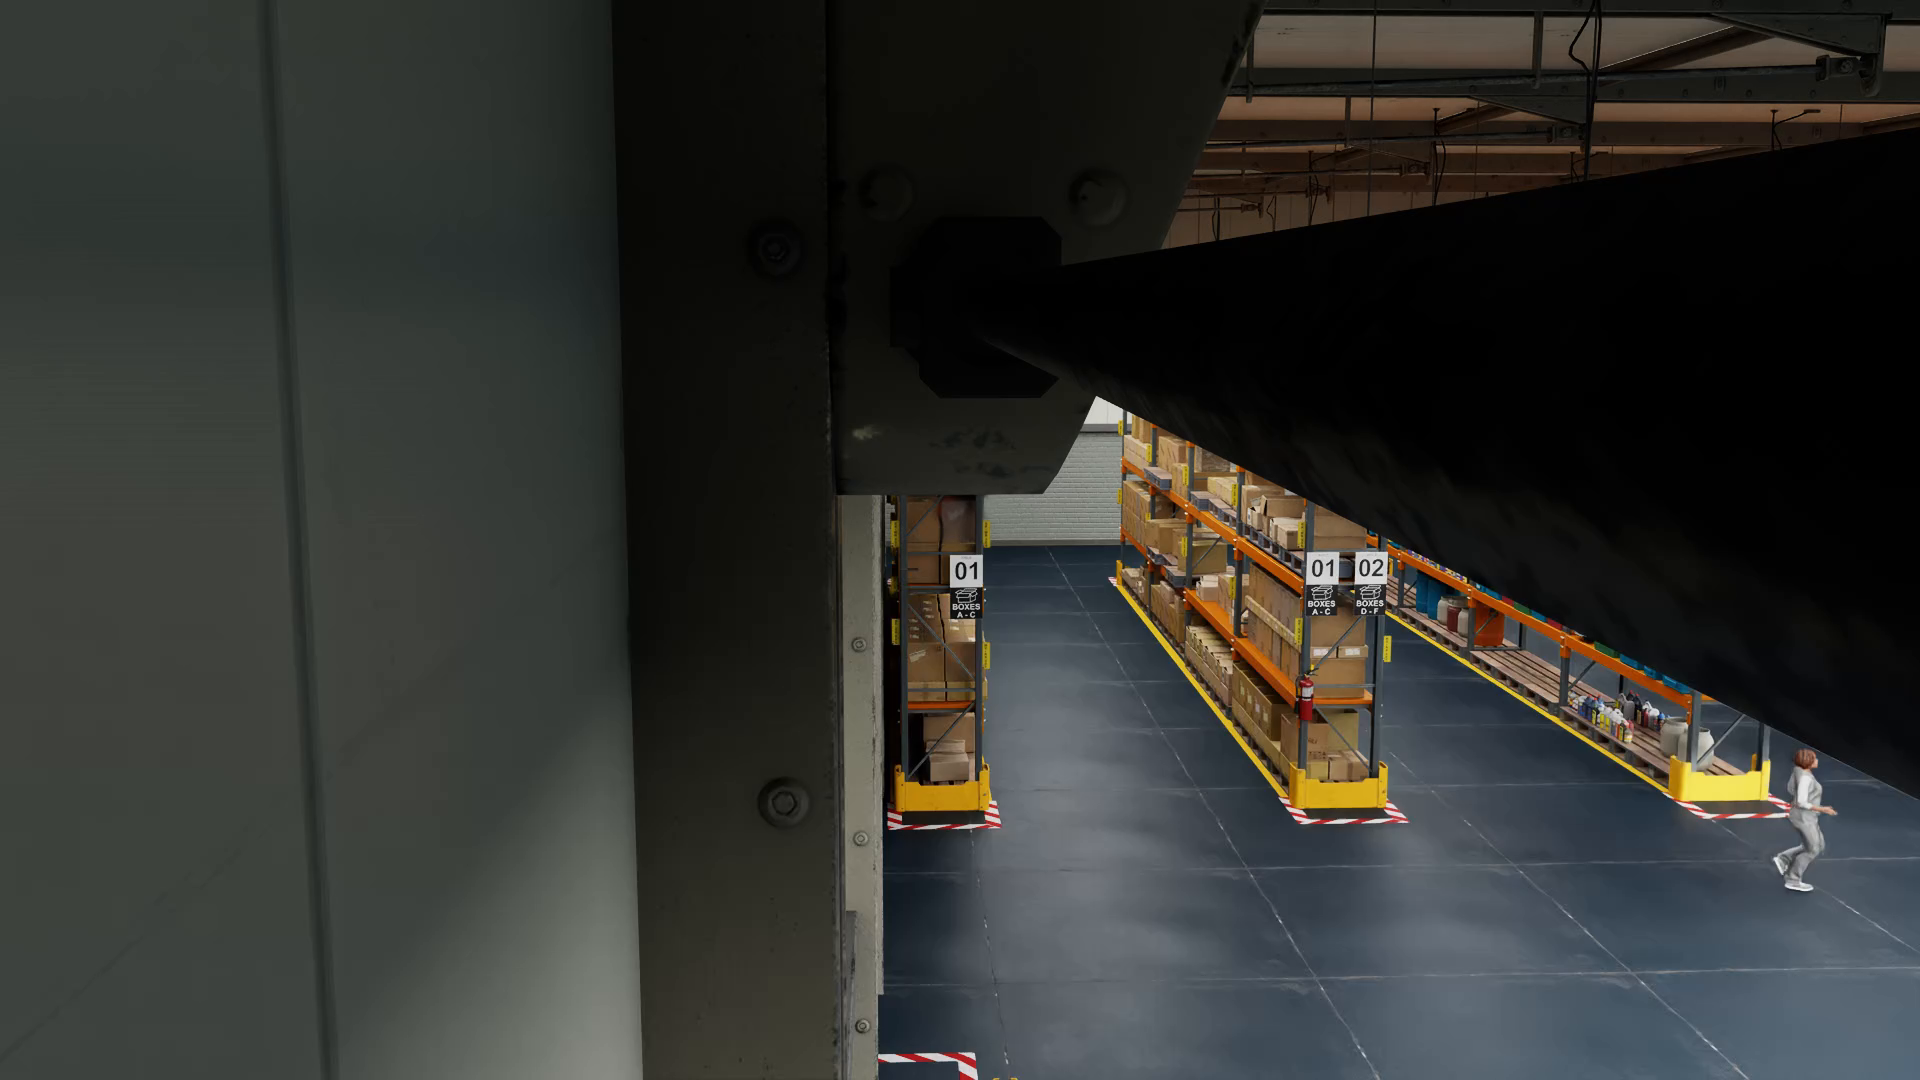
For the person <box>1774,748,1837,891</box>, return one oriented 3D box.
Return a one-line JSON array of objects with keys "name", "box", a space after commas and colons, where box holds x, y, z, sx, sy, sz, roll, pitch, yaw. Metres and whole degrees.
[{"name": "person", "box": [8.995, 2.982, 17.679, 0.552, 1.533, 0.530, 4, 9, 22]}]
